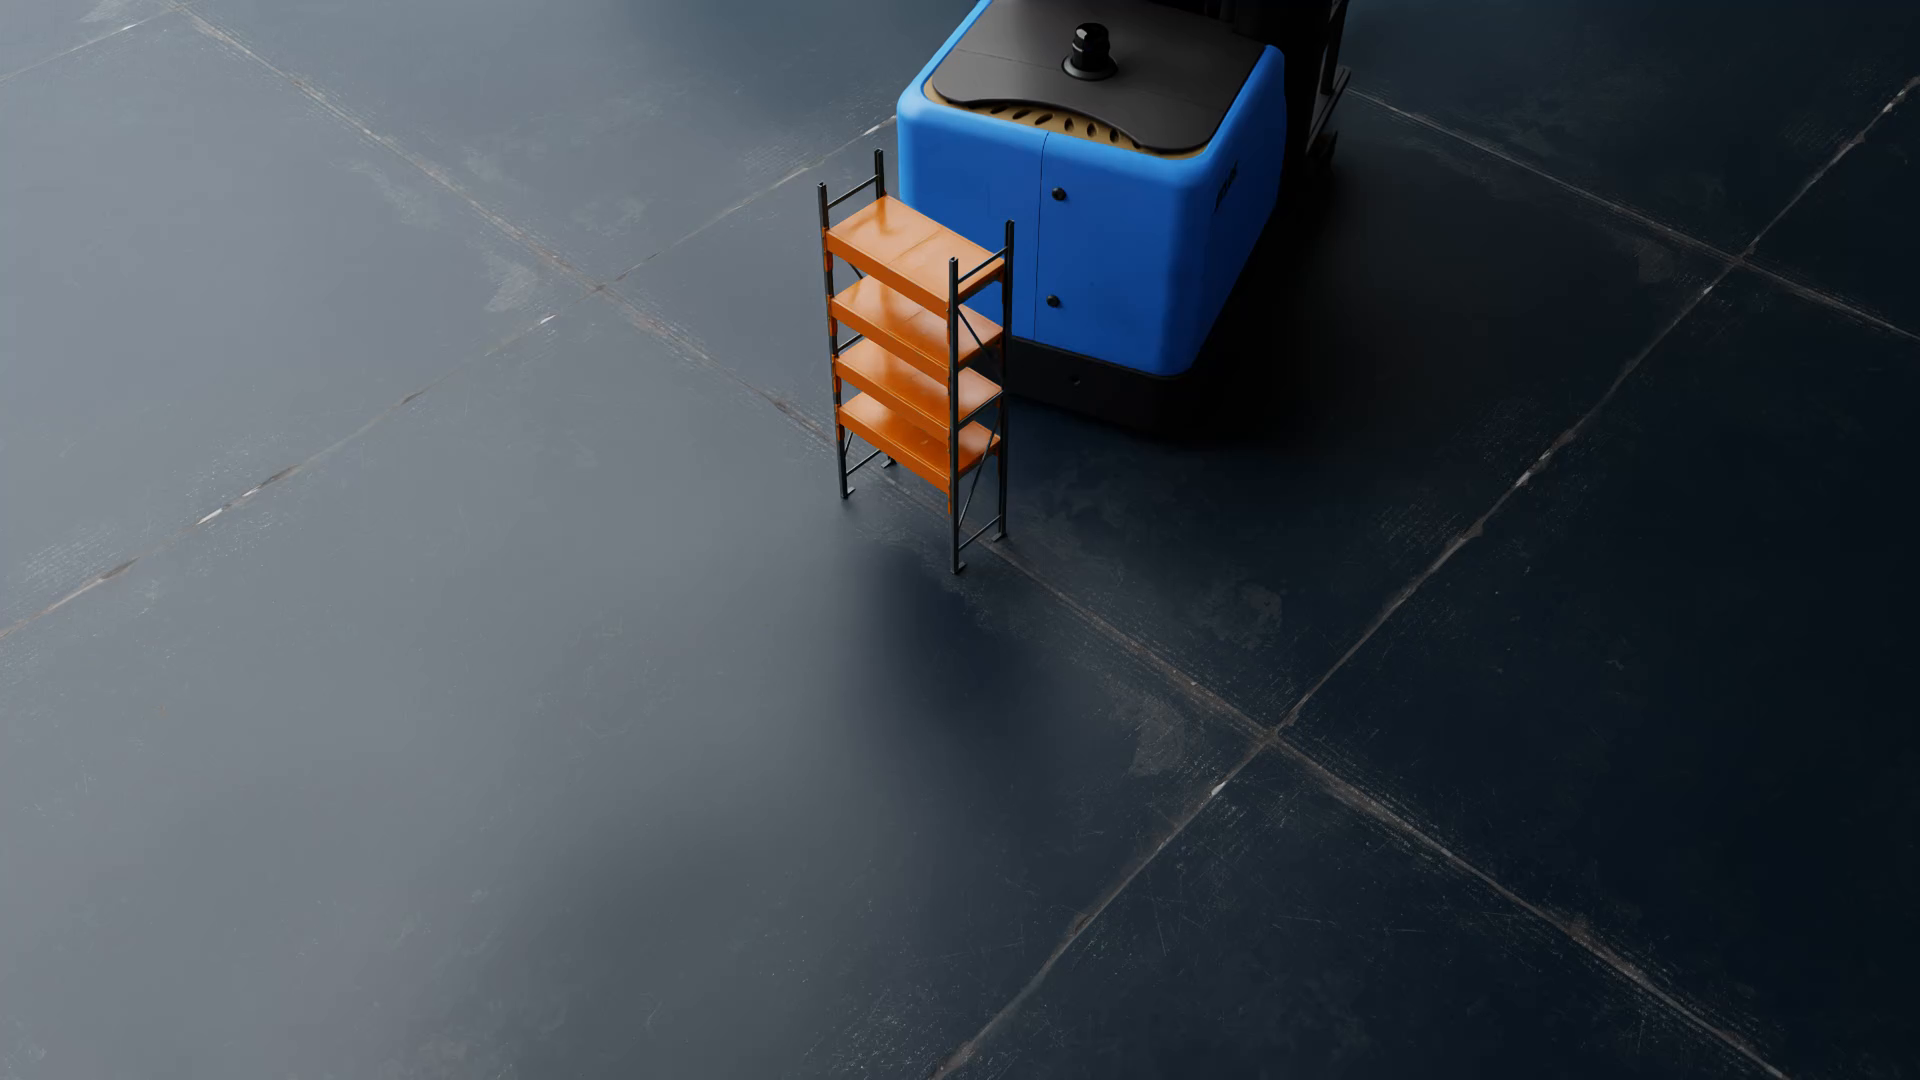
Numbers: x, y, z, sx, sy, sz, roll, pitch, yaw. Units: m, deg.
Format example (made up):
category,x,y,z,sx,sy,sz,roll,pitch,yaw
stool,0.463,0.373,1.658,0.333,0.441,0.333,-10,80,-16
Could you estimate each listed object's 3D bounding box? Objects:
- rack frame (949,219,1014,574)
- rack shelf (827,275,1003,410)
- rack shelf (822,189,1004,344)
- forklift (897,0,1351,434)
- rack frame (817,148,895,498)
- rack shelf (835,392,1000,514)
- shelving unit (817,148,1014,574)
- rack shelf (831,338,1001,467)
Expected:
category,x,y,z,sx,sy,sz,roll,pitch,yaw
rack frame,0.058,-0.372,4.776,0.015,1.200,0.240,34,55,28
rack shelf,-0.122,-0.600,4.775,0.480,0.148,0.258,34,55,28
rack shelf,-0.122,-0.762,4.603,0.480,0.148,0.258,34,55,28
forklift,0.843,-2.443,5.533,1.130,2.935,3.031,18,49,16
rack frame,-0.301,-0.613,5.003,0.015,1.200,0.240,34,55,28
rack shelf,-0.122,-0.311,5.083,0.480,0.148,0.258,34,55,28
shelving unit,-0.122,-0.493,4.889,0.503,1.200,0.258,34,55,28
rack shelf,-0.122,-0.446,4.938,0.480,0.148,0.258,34,55,28
